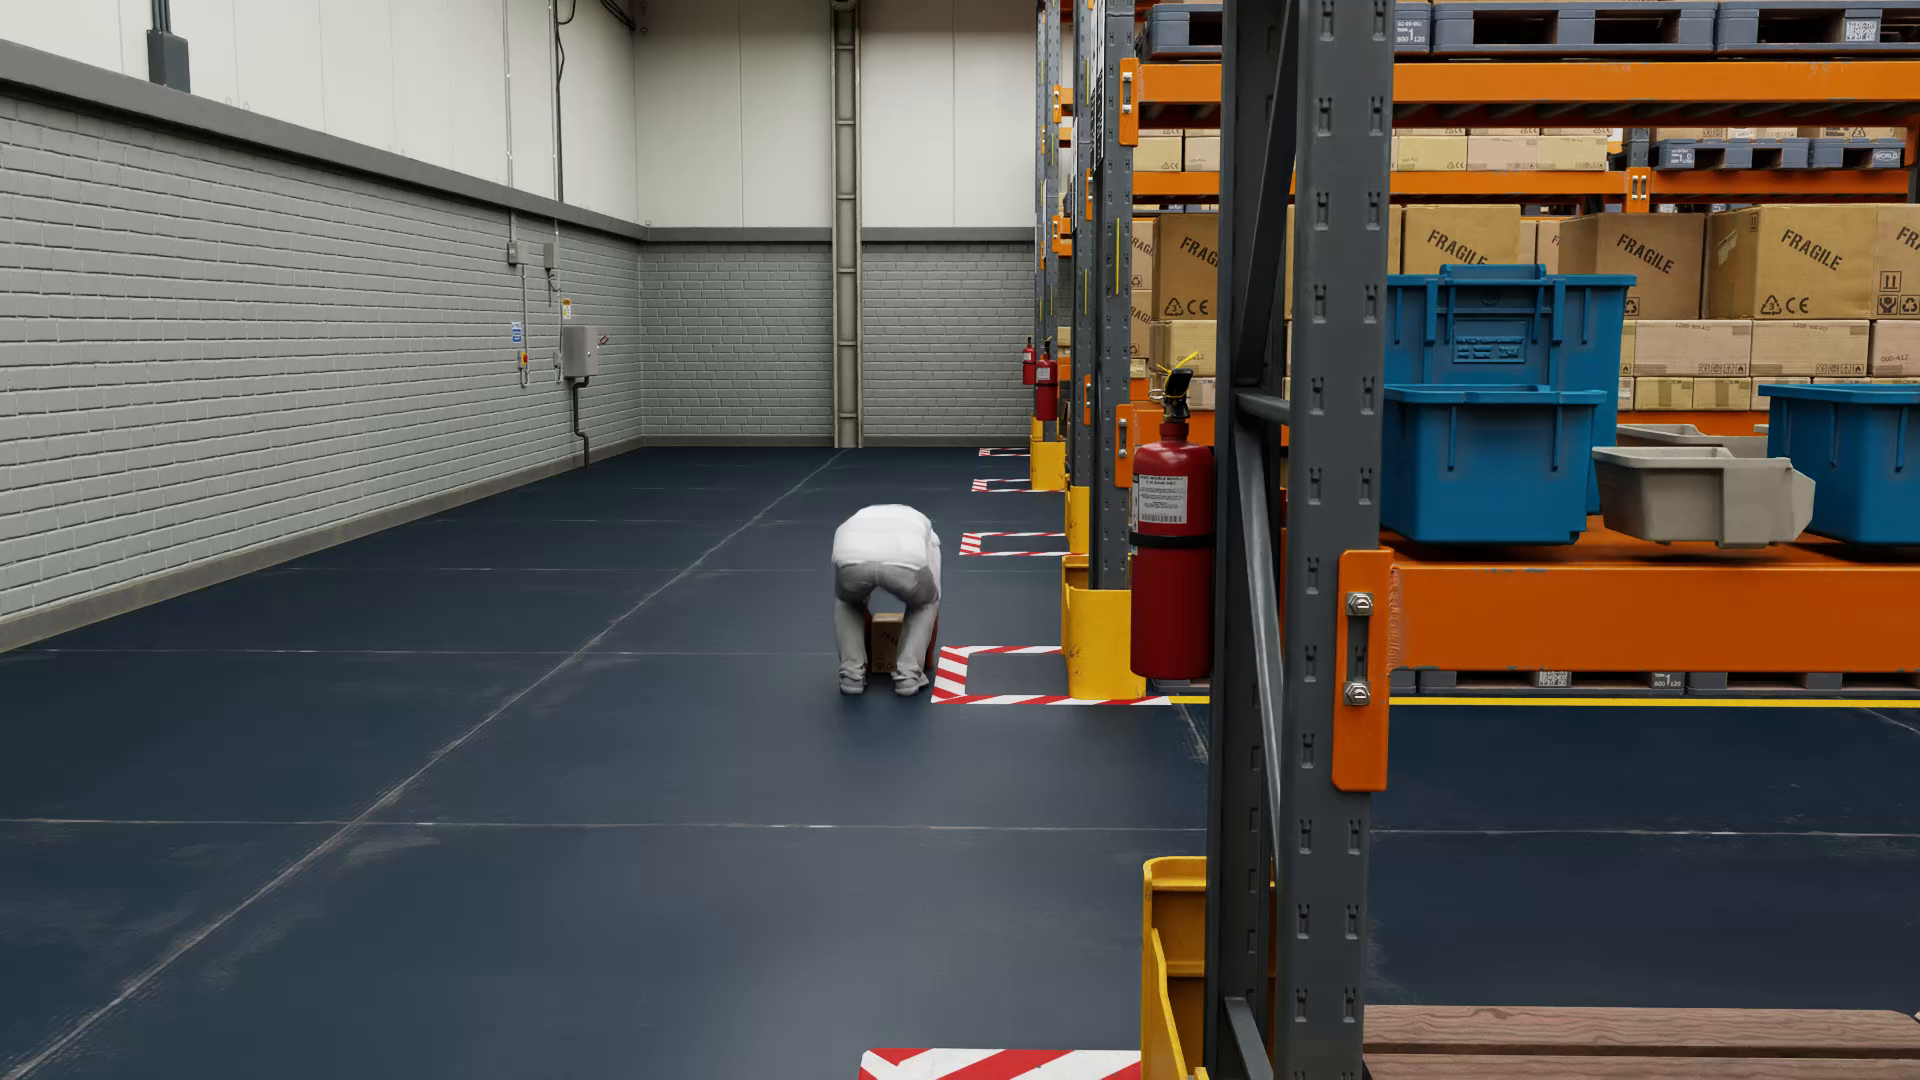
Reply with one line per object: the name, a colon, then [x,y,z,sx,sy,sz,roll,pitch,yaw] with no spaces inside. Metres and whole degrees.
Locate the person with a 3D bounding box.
person: [-0.353,0.256,7.852,0.513,0.874,0.980,1,7,5]
